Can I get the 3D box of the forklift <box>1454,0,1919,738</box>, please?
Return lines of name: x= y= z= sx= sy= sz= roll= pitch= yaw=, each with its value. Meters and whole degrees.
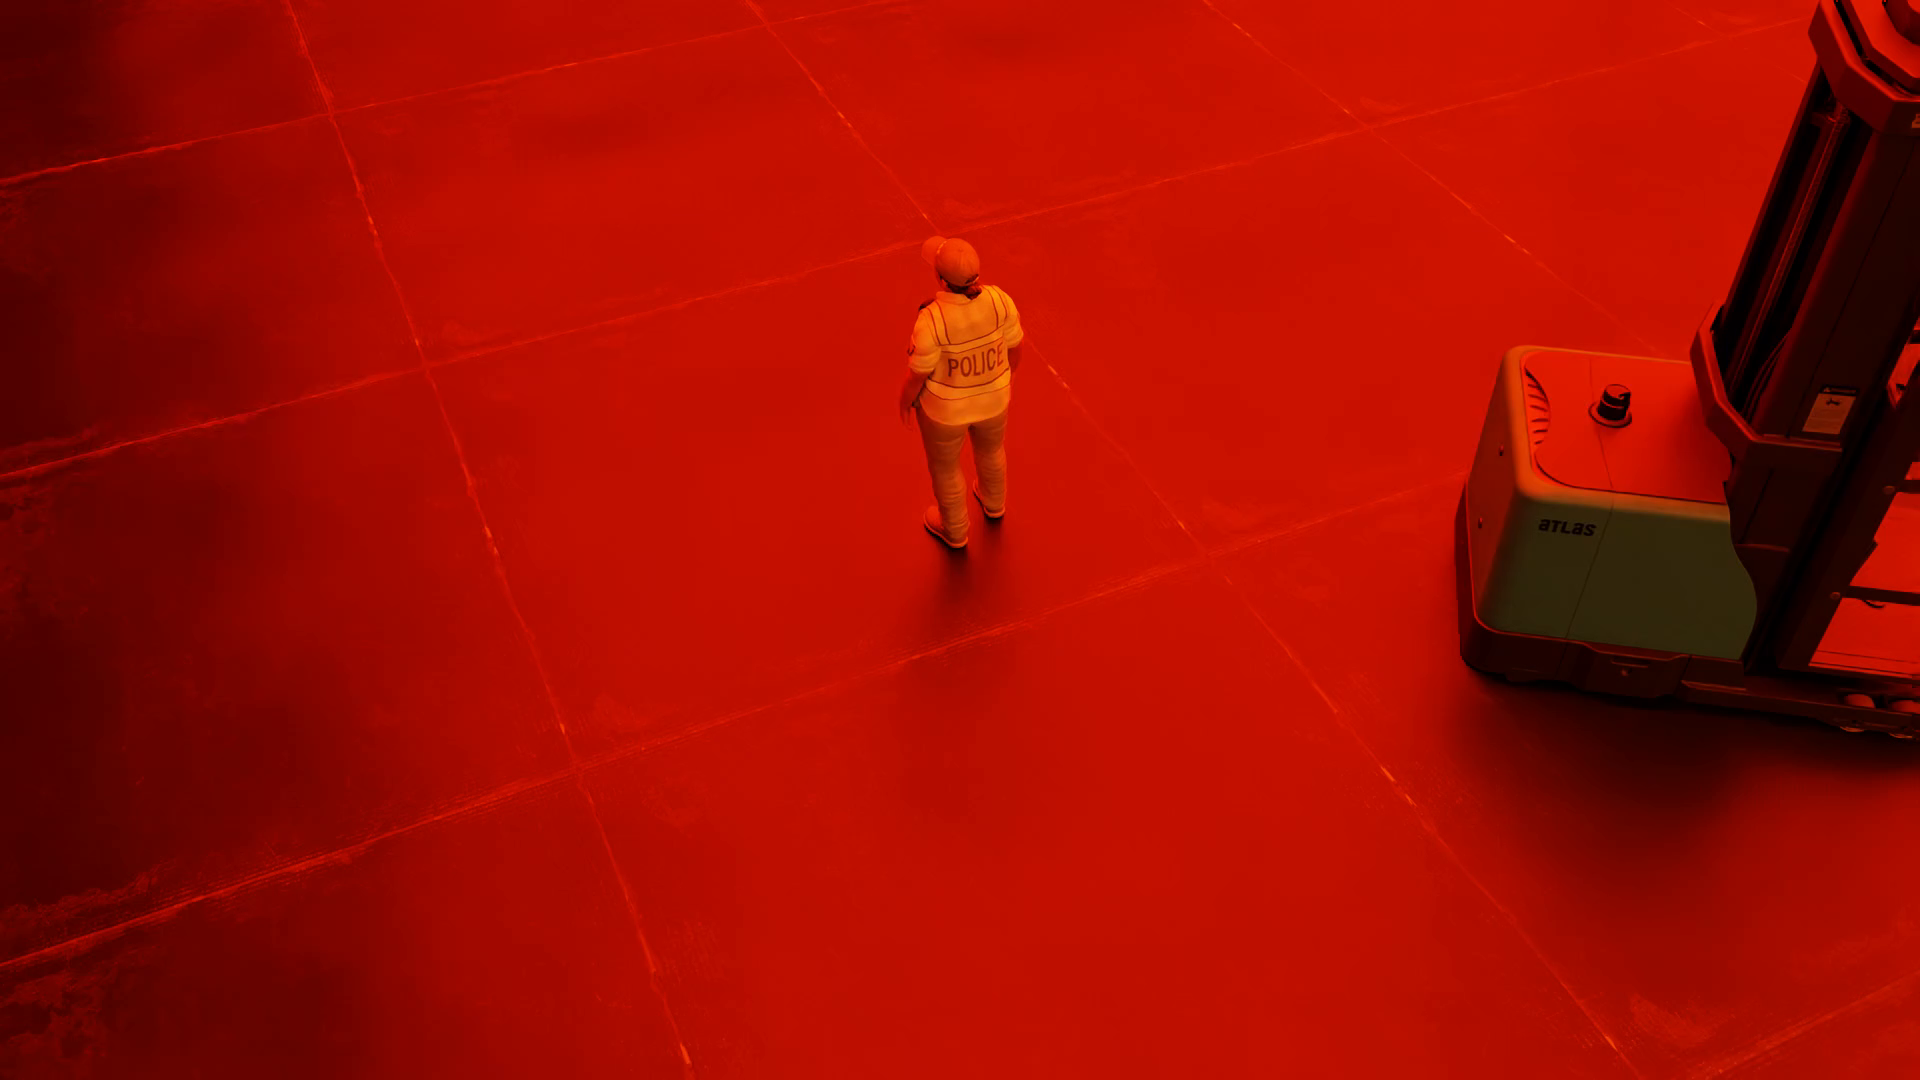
forklift: x=3.740 y=-0.638 z=6.364 sx=3.031 sy=2.935 sz=1.130 roll=7 pitch=43 yaw=7

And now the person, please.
person: x=-0.012 y=-0.669 z=7.312 sx=0.599 sy=1.670 sz=0.529 roll=-18 pitch=46 yaw=-18
